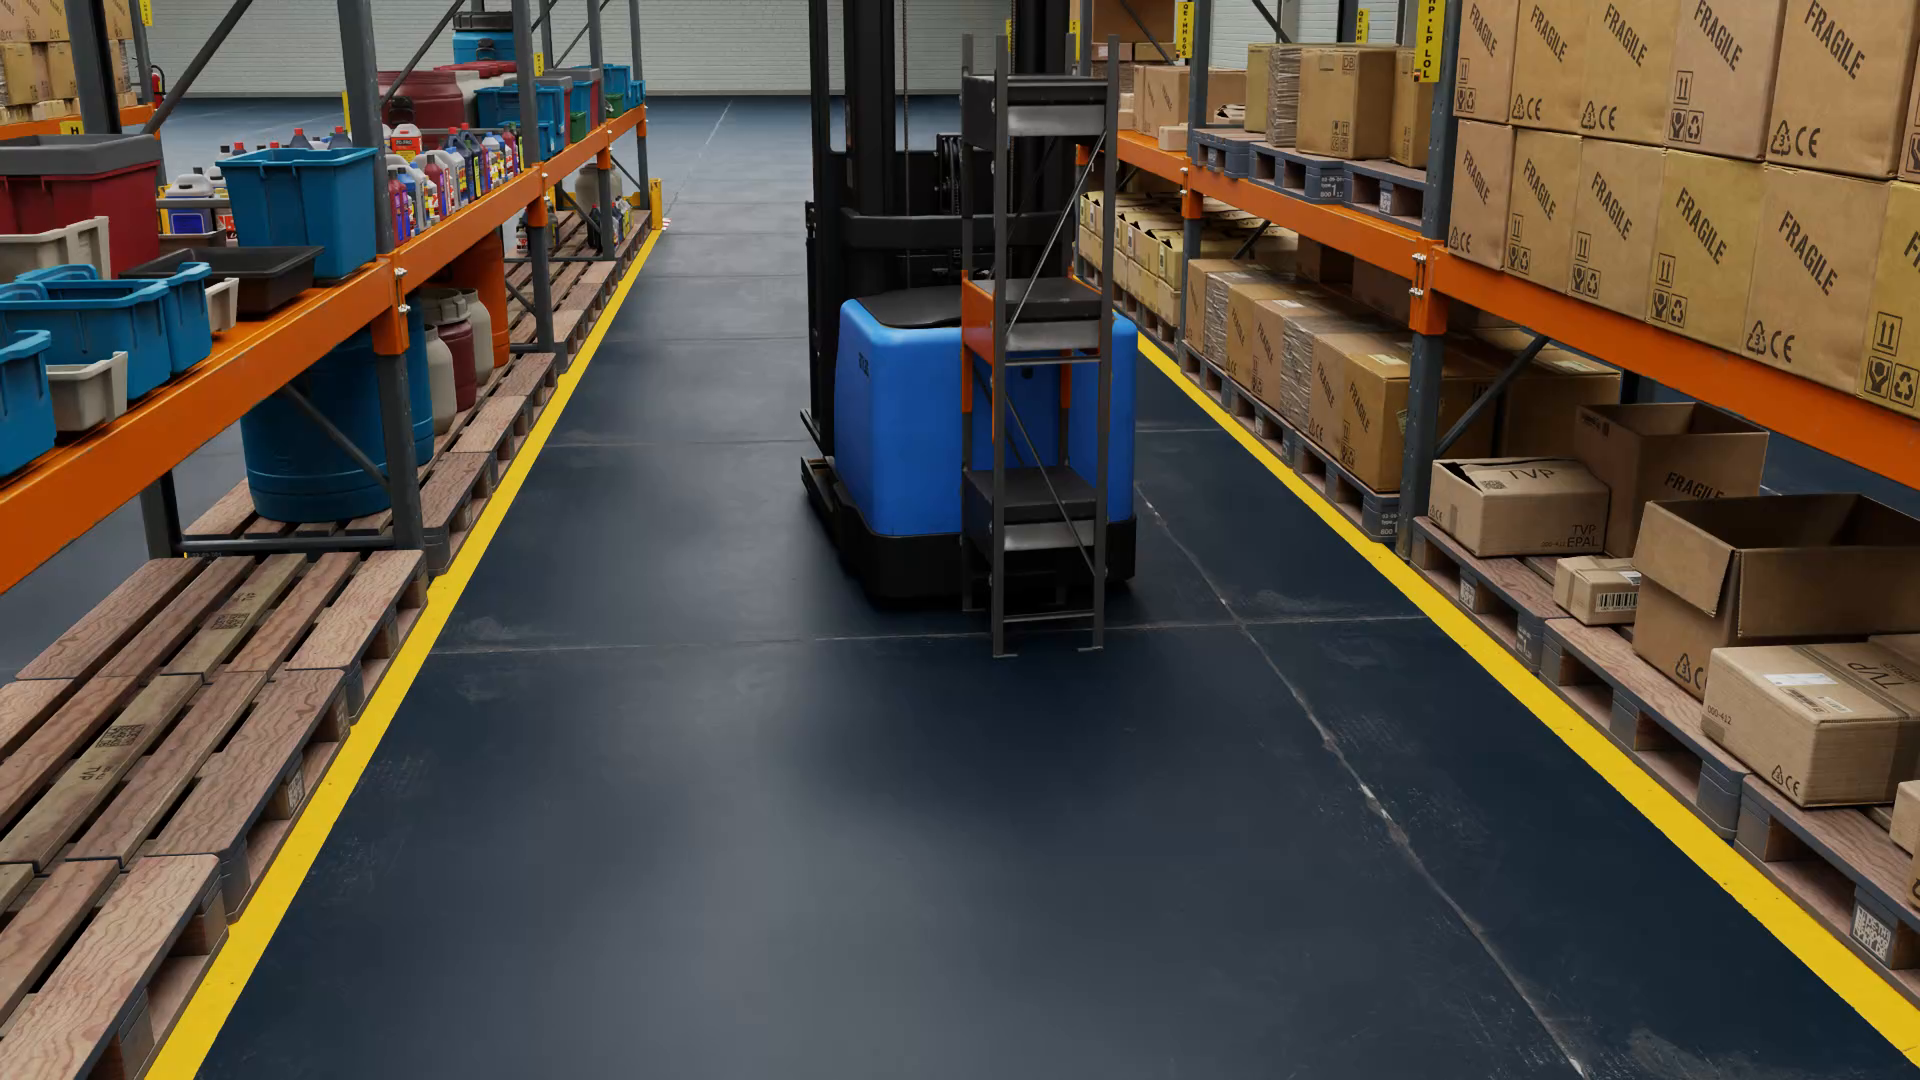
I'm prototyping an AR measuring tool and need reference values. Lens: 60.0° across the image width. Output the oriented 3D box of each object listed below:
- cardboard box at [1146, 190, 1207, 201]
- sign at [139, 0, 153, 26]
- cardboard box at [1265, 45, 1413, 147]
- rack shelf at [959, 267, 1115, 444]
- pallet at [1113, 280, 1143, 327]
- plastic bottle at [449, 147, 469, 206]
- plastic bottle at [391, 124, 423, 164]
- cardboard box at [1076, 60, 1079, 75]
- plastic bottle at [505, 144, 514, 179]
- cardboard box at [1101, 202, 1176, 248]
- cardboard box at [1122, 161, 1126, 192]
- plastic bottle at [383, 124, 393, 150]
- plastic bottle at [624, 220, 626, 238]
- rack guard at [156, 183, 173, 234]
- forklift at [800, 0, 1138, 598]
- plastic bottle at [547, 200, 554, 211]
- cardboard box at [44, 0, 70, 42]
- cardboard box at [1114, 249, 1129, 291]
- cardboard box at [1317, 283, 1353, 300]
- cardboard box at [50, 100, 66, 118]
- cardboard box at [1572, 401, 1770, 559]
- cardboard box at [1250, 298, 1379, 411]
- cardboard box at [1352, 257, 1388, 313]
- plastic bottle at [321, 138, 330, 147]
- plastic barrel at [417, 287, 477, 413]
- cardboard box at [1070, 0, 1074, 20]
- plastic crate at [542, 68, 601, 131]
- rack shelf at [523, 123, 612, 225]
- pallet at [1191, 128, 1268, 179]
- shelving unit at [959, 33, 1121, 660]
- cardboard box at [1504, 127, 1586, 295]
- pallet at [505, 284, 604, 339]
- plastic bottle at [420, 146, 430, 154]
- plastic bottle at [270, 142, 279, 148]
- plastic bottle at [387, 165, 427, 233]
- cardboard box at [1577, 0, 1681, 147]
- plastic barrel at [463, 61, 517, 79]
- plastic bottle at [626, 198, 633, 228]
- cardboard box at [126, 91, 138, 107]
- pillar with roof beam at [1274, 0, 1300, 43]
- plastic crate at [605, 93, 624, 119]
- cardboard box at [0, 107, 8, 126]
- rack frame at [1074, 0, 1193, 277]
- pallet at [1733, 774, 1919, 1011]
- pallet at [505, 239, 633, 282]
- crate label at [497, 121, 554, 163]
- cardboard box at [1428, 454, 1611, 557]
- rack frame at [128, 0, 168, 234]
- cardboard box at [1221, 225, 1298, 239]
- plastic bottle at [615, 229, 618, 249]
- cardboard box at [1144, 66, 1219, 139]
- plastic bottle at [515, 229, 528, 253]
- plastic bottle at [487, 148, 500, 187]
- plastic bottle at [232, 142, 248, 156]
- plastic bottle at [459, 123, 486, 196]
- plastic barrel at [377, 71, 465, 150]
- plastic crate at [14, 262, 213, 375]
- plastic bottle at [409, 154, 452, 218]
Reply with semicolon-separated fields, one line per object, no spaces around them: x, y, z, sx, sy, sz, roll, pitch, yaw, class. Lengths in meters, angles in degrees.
1.832;-2.797;14.030;0.500;0.311;0.500;-2;18;-6;cardboard box
-8.208;-5.354;16.761;0.100;0.325;0.005;-2;18;-6;sign
1.999;-2.346;8.774;0.700;0.500;0.500;1;17;5;cardboard box
0.258;-0.654;5.801;0.431;0.518;0.480;-4;18;-12;rack shelf
1.748;-1.839;12.684;1.003;0.211;1.213;-2;18;-6;pallet
-2.381;-1.715;7.846;0.097;0.271;0.097;0;17;0;plastic bottle
-3.136;-2.215;9.433;0.152;0.276;0.135;-2;18;-6;plastic bottle
1.392;-4.089;15.027;0.700;0.500;0.500;-2;18;-6;cardboard box
-2.527;-2.103;9.199;0.097;0.201;0.097;0;17;0;plastic bottle
1.400;-2.474;13.003;0.500;0.311;0.500;-2;18;-7;cardboard box
1.709;-3.295;15.303;0.500;0.500;0.500;-2;18;-6;cardboard box
-3.287;-2.211;9.418;0.152;0.276;0.135;-2;18;-6;plastic bottle
-3.119;-2.870;15.248;0.097;0.201;0.097;0;17;0;plastic bottle
-8.754;-3.424;17.249;1.175;0.500;0.348;-2;18;-6;rack guard
-0.136;-1.582;7.324;1.130;2.935;3.031;-4;18;-12;forklift
-3.958;-3.151;16.025;0.097;0.271;0.097;0;17;0;plastic bottle
-8.310;-4.703;14.815;0.500;0.500;0.500;-2;18;-6;cardboard box
1.459;-2.055;12.604;0.500;0.250;0.500;-1;17;-5;cardboard box
2.300;-1.152;9.279;0.500;0.500;0.500;-2;18;-8;cardboard box
-8.240;-3.847;14.844;0.380;0.149;0.250;-2;18;-6;cardboard box
2.671;-0.225;6.325;0.500;0.500;0.500;-2;18;-6;cardboard box
1.845;-0.973;8.707;0.500;0.500;0.500;-2;18;-8;cardboard box
2.367;-1.343;8.634;0.500;0.250;0.500;-2;18;-7;cardboard box
-3.207;-1.898;8.429;0.097;0.271;0.097;0;17;0;plastic bottle
-2.826;-0.977;8.606;0.600;0.588;0.708;-2;18;-6;plastic barrel
1.348;-4.851;15.288;0.700;0.500;0.500;-2;18;-6;cardboard box
-3.068;-3.496;13.199;0.402;0.464;0.583;-2;18;-6;plastic crate
-3.216;-2.661;11.847;1.077;0.370;4.000;-2;18;-6;rack shelf
2.057;-2.269;9.718;1.213;0.211;1.003;-2;18;-6;pallet
0.258;-0.667;5.797;0.431;2.100;0.503;-4;18;-12;shelving unit
2.167;-1.104;5.519;0.500;0.500;0.500;-1;17;-5;cardboard box
-3.174;-1.673;12.154;1.003;0.211;1.213;-2;18;-6;pallet
-2.534;-1.739;7.924;0.097;0.271;0.097;0;17;0;plastic bottle
-2.894;-1.517;7.083;0.144;0.351;0.185;-2;18;-6;plastic bottle
-2.304;-1.417;6.888;0.152;0.276;0.135;-2;18;-6;plastic bottle
2.205;-1.438;4.913;0.500;0.500;0.500;-2;18;-7;cardboard box
-3.542;-3.374;12.688;0.433;0.535;0.433;0;17;0;plastic barrel
-3.180;-3.138;15.966;0.061;0.283;0.133;-1;17;-4;plastic bottle
-8.527;-4.441;16.734;0.380;0.149;0.250;-2;18;-6;cardboard box
1.432;-11.221;27.895;9.100;9.000;0.400;-2;18;-6;pillar with roof beam
-3.282;-3.913;14.985;0.450;0.188;0.662;-2;18;-6;plastic crate
-8.085;-3.476;13.660;0.380;0.149;0.250;-2;18;-6;cardboard box
1.505;-3.752;14.122;1.000;3.000;0.127;-2;18;-6;rack frame
2.651;0.893;3.980;1.003;0.211;1.213;-2;18;-6;pallet
-3.451;-2.471;14.697;1.003;0.211;1.213;-2;18;-6;pallet
-2.681;-2.466;10.303;0.303;0.233;0.416;-2;18;-6;crate label
2.158;-0.164;6.447;0.500;0.311;0.500;-2;18;-6;cardboard box
-8.762;-4.639;16.946;1.000;3.000;0.127;-2;18;-6;rack frame
2.093;-2.038;11.614;0.500;0.311;0.500;-2;18;-7;cardboard box
-3.041;-2.644;14.530;0.097;0.201;0.097;0;17;0;plastic bottle
1.674;-3.265;12.401;0.500;0.500;0.500;-2;18;-6;cardboard box
-3.770;-2.574;14.305;0.097;0.201;0.097;0;17;0;plastic bottle
-2.476;-1.958;8.737;0.097;0.201;0.097;0;17;0;plastic bottle
-3.037;-1.512;7.069;0.144;0.351;0.185;-2;18;-6;plastic bottle
-2.451;-1.889;8.267;0.144;0.351;0.185;-2;18;-6;plastic bottle
-3.359;-2.603;10.232;0.600;0.536;0.708;-2;18;-6;plastic barrel
-2.050;-0.539;4.067;0.416;0.233;0.300;-2;18;-6;plastic crate
-2.362;-1.583;7.420;0.152;0.276;0.135;-2;18;-6;plastic bottle
